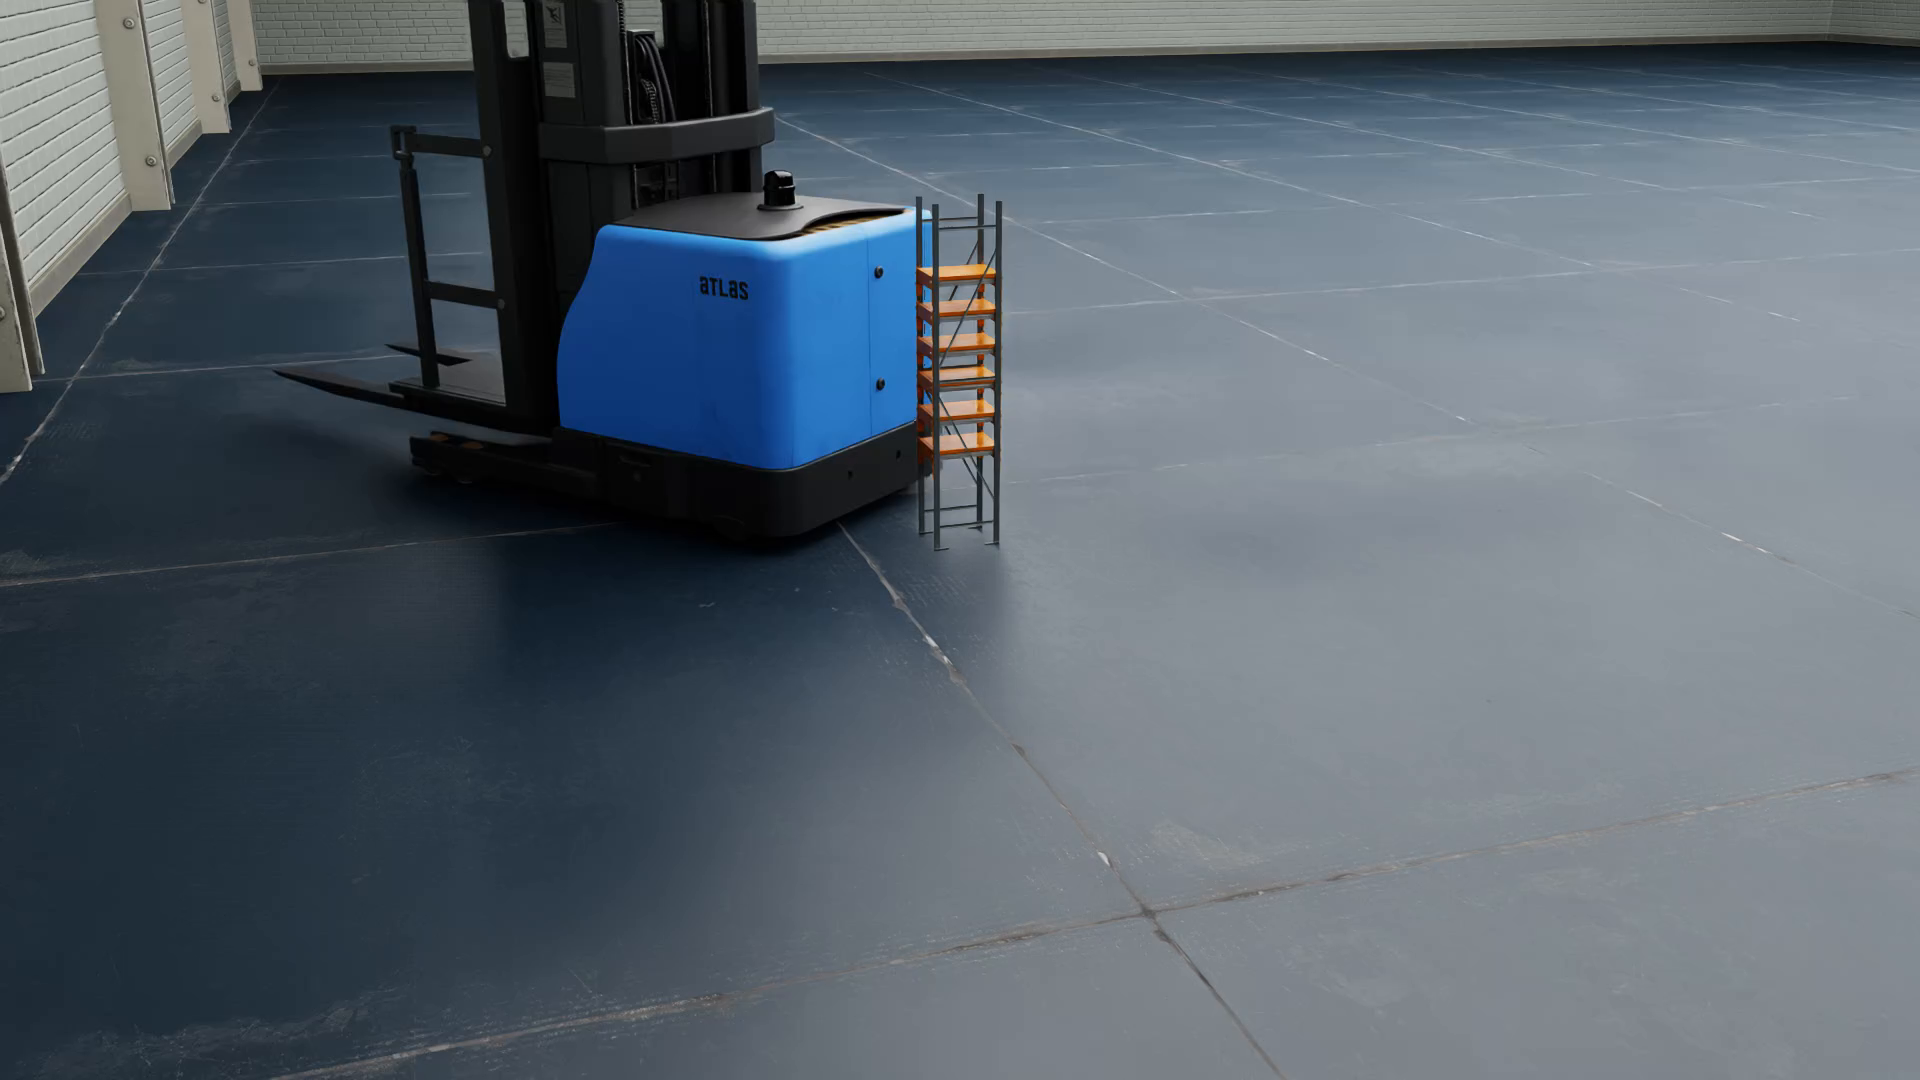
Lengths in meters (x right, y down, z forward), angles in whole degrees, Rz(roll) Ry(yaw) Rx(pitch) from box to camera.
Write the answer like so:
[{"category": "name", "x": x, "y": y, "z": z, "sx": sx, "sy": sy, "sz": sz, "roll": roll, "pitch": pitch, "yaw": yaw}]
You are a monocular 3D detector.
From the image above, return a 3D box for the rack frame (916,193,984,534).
[{"category": "rack frame", "x": -0.033, "y": -0.599, "z": 5.808, "sx": 0.240, "sy": 1.200, "sz": 0.006, "roll": -6, "pitch": 21, "yaw": -17}]

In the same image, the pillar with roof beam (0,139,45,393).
[{"category": "pillar with roof beam", "x": -0.532, "y": -5.447, "z": 7.770, "sx": 9.100, "sy": 9.000, "sz": 0.400, "roll": -6, "pitch": 21, "yaw": -17}]

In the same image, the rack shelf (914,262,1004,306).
[{"category": "rack shelf", "x": -0.005, "y": -0.866, "z": 5.620, "sx": 0.258, "sy": 0.103, "sz": 0.180, "roll": -6, "pitch": 21, "yaw": -17}]

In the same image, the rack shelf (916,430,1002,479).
[{"category": "rack shelf", "x": -0.005, "y": -0.302, "z": 5.823, "sx": 0.258, "sy": 0.103, "sz": 0.180, "roll": -6, "pitch": 21, "yaw": -17}]

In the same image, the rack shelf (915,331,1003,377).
[{"category": "rack shelf", "x": -0.005, "y": -0.640, "z": 5.701, "sx": 0.258, "sy": 0.103, "sz": 0.180, "roll": -6, "pitch": 21, "yaw": -17}]

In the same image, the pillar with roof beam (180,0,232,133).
[{"category": "pillar with roof beam", "x": -4.304, "y": -9.298, "z": 18.491, "sx": 9.100, "sy": 9.000, "sz": 0.400, "roll": -6, "pitch": 21, "yaw": -17}]

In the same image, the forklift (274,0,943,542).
[{"category": "forklift", "x": -1.581, "y": -1.734, "z": 6.407, "sx": 3.031, "sy": 2.935, "sz": 1.130, "roll": 12, "pitch": 23, "yaw": 31}]

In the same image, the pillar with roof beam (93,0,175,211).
[{"category": "pillar with roof beam", "x": -2.418, "y": -7.373, "z": 13.131, "sx": 9.100, "sy": 9.000, "sz": 0.400, "roll": -6, "pitch": 21, "yaw": -17}]

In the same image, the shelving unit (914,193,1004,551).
[{"category": "shelving unit", "x": -0.005, "y": -0.569, "z": 5.727, "sx": 0.258, "sy": 1.200, "sz": 0.189, "roll": -6, "pitch": 21, "yaw": -17}]

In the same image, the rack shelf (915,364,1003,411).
[{"category": "rack shelf", "x": -0.005, "y": -0.528, "z": 5.742, "sx": 0.258, "sy": 0.103, "sz": 0.180, "roll": -6, "pitch": 21, "yaw": -17}]

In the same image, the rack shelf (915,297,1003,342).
[{"category": "rack shelf", "x": -0.005, "y": -0.753, "z": 5.660, "sx": 0.258, "sy": 0.103, "sz": 0.180, "roll": -6, "pitch": 21, "yaw": -17}]

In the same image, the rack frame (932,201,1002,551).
[{"category": "rack frame", "x": 0.024, "y": -0.540, "z": 5.645, "sx": 0.240, "sy": 1.200, "sz": 0.006, "roll": -6, "pitch": 21, "yaw": -17}]

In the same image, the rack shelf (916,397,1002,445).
[{"category": "rack shelf", "x": -0.005, "y": -0.415, "z": 5.782, "sx": 0.258, "sy": 0.103, "sz": 0.180, "roll": -6, "pitch": 21, "yaw": -17}]

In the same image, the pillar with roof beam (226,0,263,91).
[{"category": "pillar with roof beam", "x": -6.189, "y": -11.224, "z": 23.852, "sx": 9.100, "sy": 9.000, "sz": 0.400, "roll": -6, "pitch": 21, "yaw": -17}]
